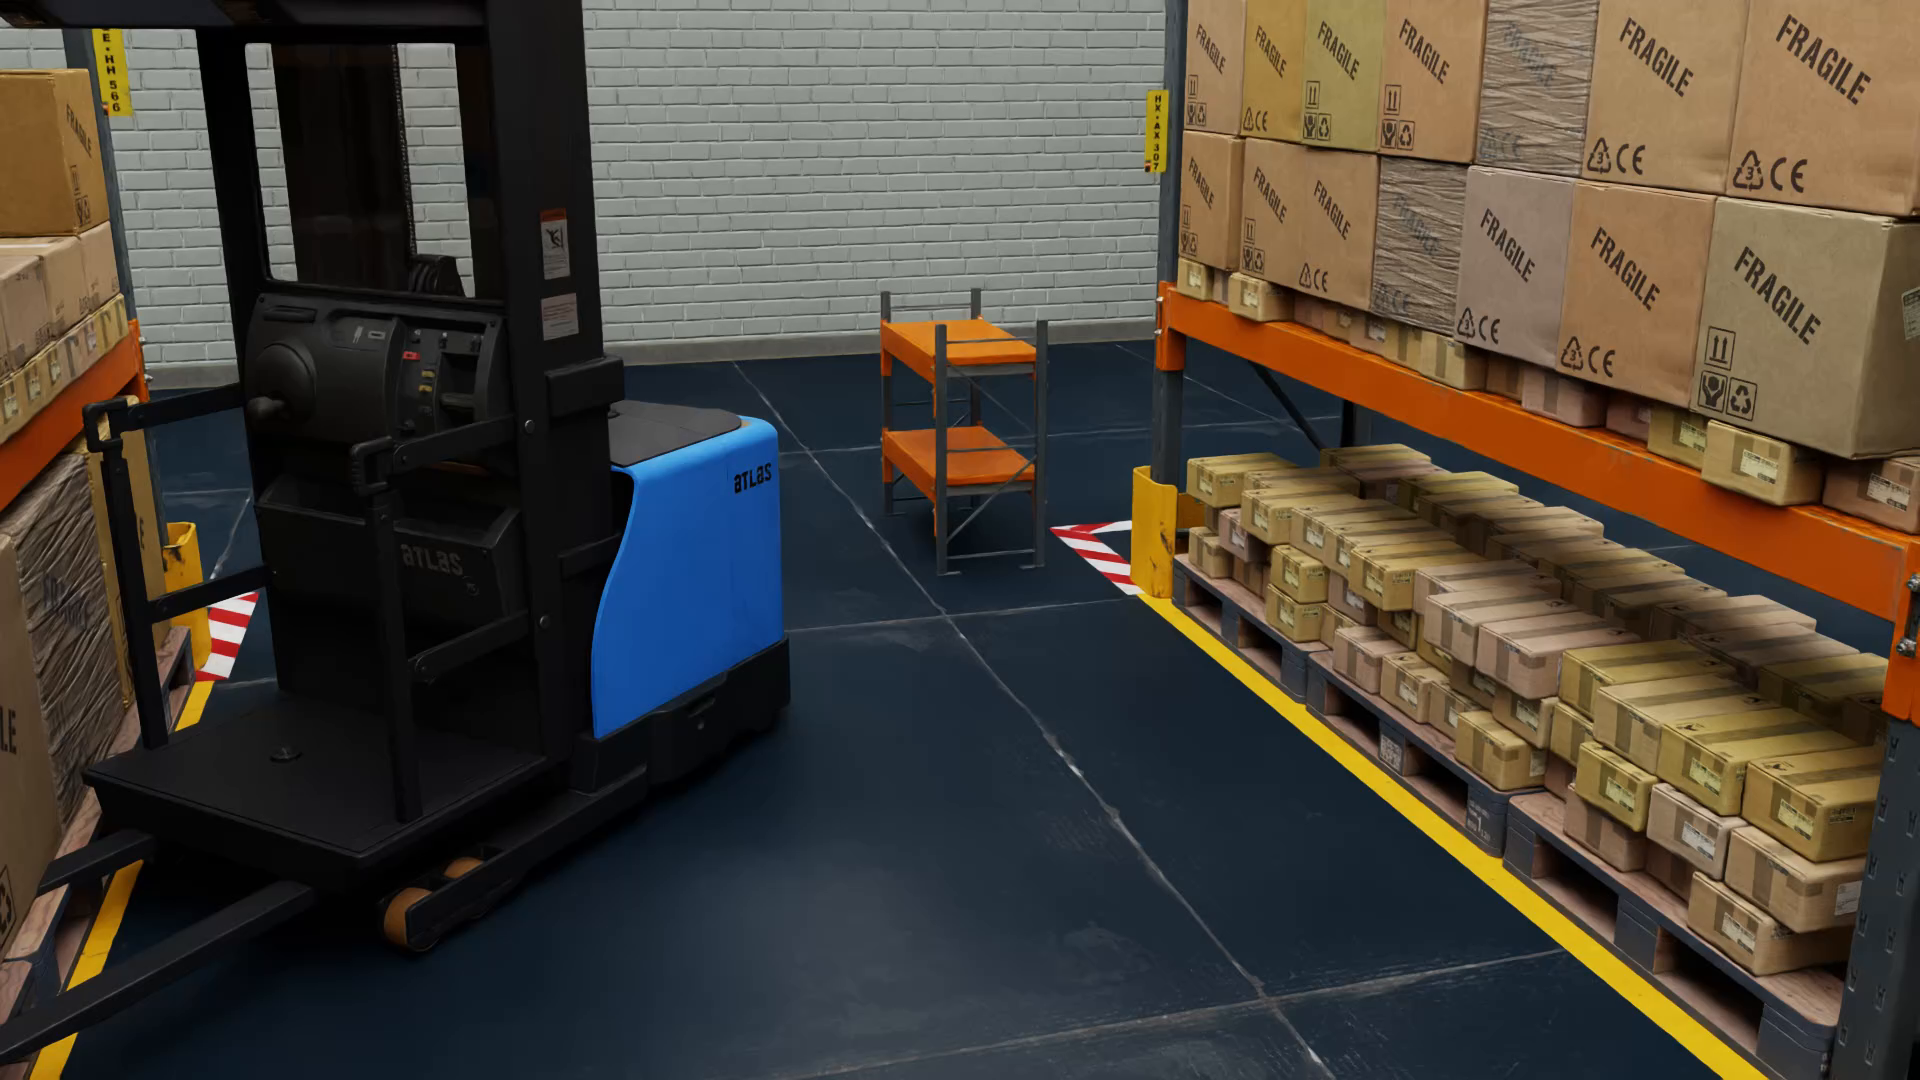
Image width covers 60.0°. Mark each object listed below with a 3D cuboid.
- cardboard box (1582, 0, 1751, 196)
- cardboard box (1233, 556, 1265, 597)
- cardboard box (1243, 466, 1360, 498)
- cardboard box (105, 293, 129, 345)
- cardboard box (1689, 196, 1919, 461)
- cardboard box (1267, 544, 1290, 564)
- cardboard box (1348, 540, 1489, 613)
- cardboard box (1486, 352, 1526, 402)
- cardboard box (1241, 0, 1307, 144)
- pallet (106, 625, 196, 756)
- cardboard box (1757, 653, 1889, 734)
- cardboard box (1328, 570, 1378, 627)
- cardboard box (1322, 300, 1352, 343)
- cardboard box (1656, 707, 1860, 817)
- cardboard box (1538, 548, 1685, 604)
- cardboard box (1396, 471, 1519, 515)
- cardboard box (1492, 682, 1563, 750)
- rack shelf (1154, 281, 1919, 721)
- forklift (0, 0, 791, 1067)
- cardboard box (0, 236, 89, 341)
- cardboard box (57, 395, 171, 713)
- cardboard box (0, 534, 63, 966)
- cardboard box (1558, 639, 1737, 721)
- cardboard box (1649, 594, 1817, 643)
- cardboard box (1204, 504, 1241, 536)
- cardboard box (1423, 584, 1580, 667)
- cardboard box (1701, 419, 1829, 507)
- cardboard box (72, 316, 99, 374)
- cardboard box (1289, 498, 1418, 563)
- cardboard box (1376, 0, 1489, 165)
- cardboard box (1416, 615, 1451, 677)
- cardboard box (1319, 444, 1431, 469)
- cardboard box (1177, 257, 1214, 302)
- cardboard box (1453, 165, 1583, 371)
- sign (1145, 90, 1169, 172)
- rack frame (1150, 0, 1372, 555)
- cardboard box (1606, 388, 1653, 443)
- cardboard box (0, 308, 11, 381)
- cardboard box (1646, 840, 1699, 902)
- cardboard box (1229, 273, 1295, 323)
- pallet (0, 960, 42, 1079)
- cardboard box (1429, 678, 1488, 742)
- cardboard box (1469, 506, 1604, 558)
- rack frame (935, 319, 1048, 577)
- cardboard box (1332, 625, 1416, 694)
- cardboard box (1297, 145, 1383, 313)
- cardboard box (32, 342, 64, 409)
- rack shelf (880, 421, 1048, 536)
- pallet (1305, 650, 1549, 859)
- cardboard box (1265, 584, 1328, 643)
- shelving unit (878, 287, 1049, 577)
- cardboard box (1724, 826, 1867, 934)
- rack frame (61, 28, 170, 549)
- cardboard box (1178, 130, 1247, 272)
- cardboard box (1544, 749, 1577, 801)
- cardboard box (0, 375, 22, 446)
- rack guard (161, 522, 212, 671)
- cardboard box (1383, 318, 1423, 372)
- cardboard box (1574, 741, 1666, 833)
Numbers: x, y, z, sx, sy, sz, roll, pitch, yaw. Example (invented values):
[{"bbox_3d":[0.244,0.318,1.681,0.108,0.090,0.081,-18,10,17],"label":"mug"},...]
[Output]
[{"bbox_3d":[1.890,-1.109,4.002,0.500,0.500,0.500,-5,18,-17],"label":"cardboard box"},{"bbox_3d":[1.314,0.105,6.613,0.380,0.149,0.250,-5,17,-15],"label":"cardboard box"},{"bbox_3d":[1.336,-0.177,6.520,0.380,0.149,0.250,-4,17,-14],"label":"cardboard box"},{"bbox_3d":[-3.056,-0.738,5.632,0.380,0.149,0.250,-4,17,-14],"label":"cardboard box"},{"bbox_3d":[2.021,-0.491,3.680,0.500,0.500,0.500,-5,17,-15],"label":"cardboard box"},{"bbox_3d":[1.397,0.033,6.338,0.380,0.149,0.250,-4,17,-15],"label":"cardboard box"},{"bbox_3d":[1.525,0.118,5.535,0.380,0.149,0.250,-4,17,-14],"label":"cardboard box"},{"bbox_3d":[1.762,-0.491,4.809,0.380,0.149,0.250,-5,17,-16],"label":"cardboard box"},{"bbox_3d":[1.340,-1.680,5.903,0.500,0.500,0.500,-4,17,-14],"label":"cardboard box"},{"bbox_3d":[-3.175,0.619,5.523,1.003,0.211,1.213,-5,17,-15],"label":"pallet"},{"bbox_3d":[2.395,0.432,4.492,0.380,0.149,0.250,-5,17,-16],"label":"cardboard box"},{"bbox_3d":[1.528,0.178,5.854,0.380,0.149,0.250,-6,18,-18],"label":"cardboard box"},{"bbox_3d":[1.487,-0.776,5.757,0.380,0.149,0.250,-5,17,-16],"label":"cardboard box"},{"bbox_3d":[1.970,0.545,4.115,0.380,0.149,0.250,-4,17,-15],"label":"cardboard box"},{"bbox_3d":[2.126,0.145,5.448,0.380,0.149,0.250,-5,17,-15],"label":"cardboard box"},{"bbox_3d":[1.923,-0.154,6.442,0.380,0.149,0.250,-5,17,-16],"label":"cardboard box"},{"bbox_3d":[1.793,0.478,4.854,0.380,0.149,0.250,-4,17,-14],"label":"cardboard box"},{"bbox_3d":[1.876,-0.397,5.312,1.077,0.370,4.000,-5,17,-15],"label":"rack shelf"},{"bbox_3d":[-1.732,-0.471,4.426,1.130,2.935,3.031,9,19,27],"label":"forklift"},{"bbox_3d":[-2.943,-0.748,4.973,0.500,0.250,0.500,-5,17,-16],"label":"cardboard box"},{"bbox_3d":[-3.217,0.056,5.514,0.875,0.875,0.875,-5,17,-15],"label":"cardboard box"},{"bbox_3d":[-2.723,0.554,3.857,0.875,0.875,0.875,-5,17,-15],"label":"cardboard box"},{"bbox_3d":[1.898,0.399,4.601,0.380,0.149,0.250,-4,17,-13],"label":"cardboard box"},{"bbox_3d":[2.310,0.285,4.982,0.380,0.149,0.250,-4,17,-14],"label":"cardboard box"},{"bbox_3d":[1.224,-0.108,6.807,0.380,0.149,0.250,-4,17,-13],"label":"cardboard box"},{"bbox_3d":[1.649,0.258,5.071,0.380,0.149,0.250,-5,18,-17],"label":"cardboard box"},{"bbox_3d":[1.947,-0.192,3.813,0.380,0.149,0.250,-5,17,-17],"label":"cardboard box"},{"bbox_3d":[-2.914,-0.597,5.161,0.380,0.149,0.250,-5,17,-15],"label":"cardboard box"},{"bbox_3d":[1.429,-0.035,6.048,0.380,0.149,0.250,-6,18,-18],"label":"cardboard box"},{"bbox_3d":[1.605,-1.394,4.949,0.500,0.500,0.500,-5,18,-17],"label":"cardboard box"},{"bbox_3d":[1.707,0.325,5.363,0.380,0.149,0.250,-4,17,-13],"label":"cardboard box"},{"bbox_3d":[1.716,-0.290,6.893,0.380,0.149,0.250,-4,17,-15],"label":"cardboard box"},{"bbox_3d":[1.101,-1.059,6.701,0.380,0.149,0.250,-5,17,-16],"label":"cardboard box"},{"bbox_3d":[1.744,-0.772,4.617,0.500,0.500,0.500,-5,17,-16],"label":"cardboard box"},{"bbox_3d":[0.805,-1.667,6.782,0.100,0.325,0.005,-5,17,-15],"label":"sign"},{"bbox_3d":[1.327,-1.295,7.050,1.000,3.000,0.127,-5,17,-15],"label":"rack frame"},{"bbox_3d":[1.926,-0.347,4.330,0.380,0.149,0.250,-5,17,-17],"label":"cardboard box"},{"bbox_3d":[-2.656,-0.464,4.025,0.500,0.250,0.500,-5,17,-15],"label":"cardboard box"},{"bbox_3d":[2.000,0.815,4.249,0.380,0.149,0.250,-4,17,-14],"label":"cardboard box"},{"bbox_3d":[1.233,-0.914,6.216,0.380,0.149,0.250,-5,17,-17],"label":"cardboard box"},{"bbox_3d":[-2.504,1.294,3.276,1.003,0.211,1.213,-5,17,-15],"label":"pallet"},{"bbox_3d":[1.699,0.530,5.199,0.380,0.149,0.250,-4,17,-14],"label":"cardboard box"},{"bbox_3d":[2.061,-0.007,5.954,0.380,0.149,0.250,-4,17,-13],"label":"cardboard box"},{"bbox_3d":[0.138,-0.400,7.328,0.500,1.125,0.032,-5,17,-15],"label":"rack frame"},{"bbox_3d":[1.500,0.392,5.660,0.380,0.149,0.250,-6,18,-18],"label":"cardboard box"},{"bbox_3d":[1.479,-1.057,5.566,0.500,0.500,0.500,-4,17,-15],"label":"cardboard box"},{"bbox_3d":[-2.773,-0.456,4.692,0.380,0.149,0.250,-5,17,-16],"label":"cardboard box"},{"bbox_3d":[-0.002,-0.306,7.867,0.538,0.278,1.000,-5,17,-15],"label":"rack shelf"},{"bbox_3d":[1.869,0.626,5.502,1.003,0.211,1.213,-5,17,-15],"label":"pallet"},{"bbox_3d":[1.353,0.253,6.122,0.380,0.149,0.250,-4,17,-15],"label":"cardboard box"},{"bbox_3d":[-0.002,-0.541,7.796,0.538,1.125,1.048,-5,17,-15],"label":"shelving unit"},{"bbox_3d":[2.034,0.771,3.880,0.380,0.149,0.250,-4,17,-14],"label":"cardboard box"},{"bbox_3d":[-3.470,-0.931,5.838,1.000,3.000,0.127,-5,17,-15],"label":"rack frame"},{"bbox_3d":[1.185,-1.340,6.507,0.500,0.500,0.500,-4,17,-13],"label":"cardboard box"},{"bbox_3d":[1.909,0.665,4.750,0.380,0.149,0.250,-5,17,-17],"label":"cardboard box"},{"bbox_3d":[-2.636,-0.315,4.225,0.380,0.149,0.250,-4,17,-14],"label":"cardboard box"},{"bbox_3d":[-3.477,0.259,6.219,1.175,0.500,0.348,-5,17,-15],"label":"rack guard"},{"bbox_3d":[1.578,-0.632,5.278,0.380,0.149,0.250,-4,17,-13],"label":"cardboard box"},{"bbox_3d":[1.857,0.624,4.368,0.380,0.149,0.250,-5,18,-17],"label":"cardboard box"}]
